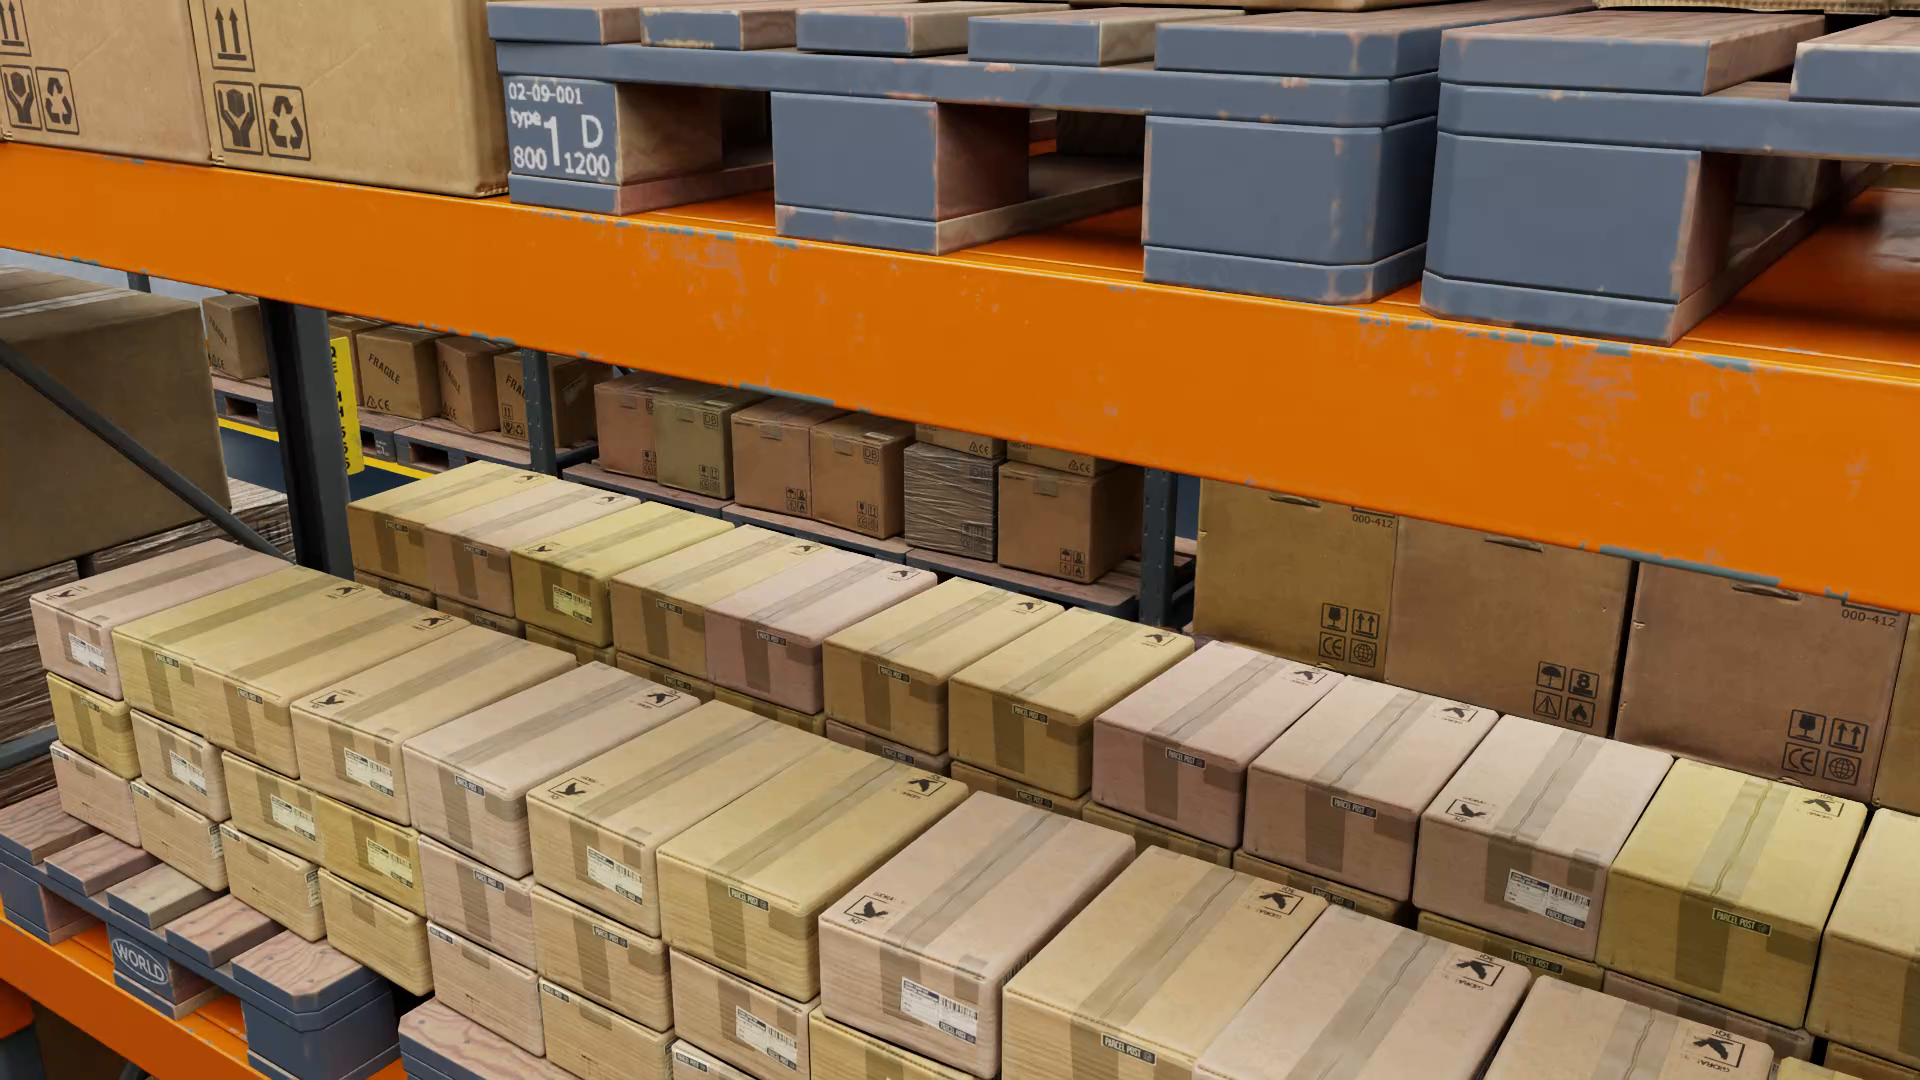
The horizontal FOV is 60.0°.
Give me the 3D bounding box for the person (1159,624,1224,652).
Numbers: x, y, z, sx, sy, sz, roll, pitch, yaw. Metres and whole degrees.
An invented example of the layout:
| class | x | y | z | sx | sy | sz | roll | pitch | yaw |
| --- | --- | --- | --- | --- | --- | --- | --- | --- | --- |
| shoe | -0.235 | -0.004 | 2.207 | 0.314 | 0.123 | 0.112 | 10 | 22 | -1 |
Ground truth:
| class | x | y | z | sx | sy | sz | roll | pitch | yaw |
| --- | --- | --- | --- | --- | --- | --- | --- | --- | --- |
| person | 0.572 | 0.666 | 5.999 | 0.802 | 0.819 | 0.484 | 13 | 24 | 32 |
